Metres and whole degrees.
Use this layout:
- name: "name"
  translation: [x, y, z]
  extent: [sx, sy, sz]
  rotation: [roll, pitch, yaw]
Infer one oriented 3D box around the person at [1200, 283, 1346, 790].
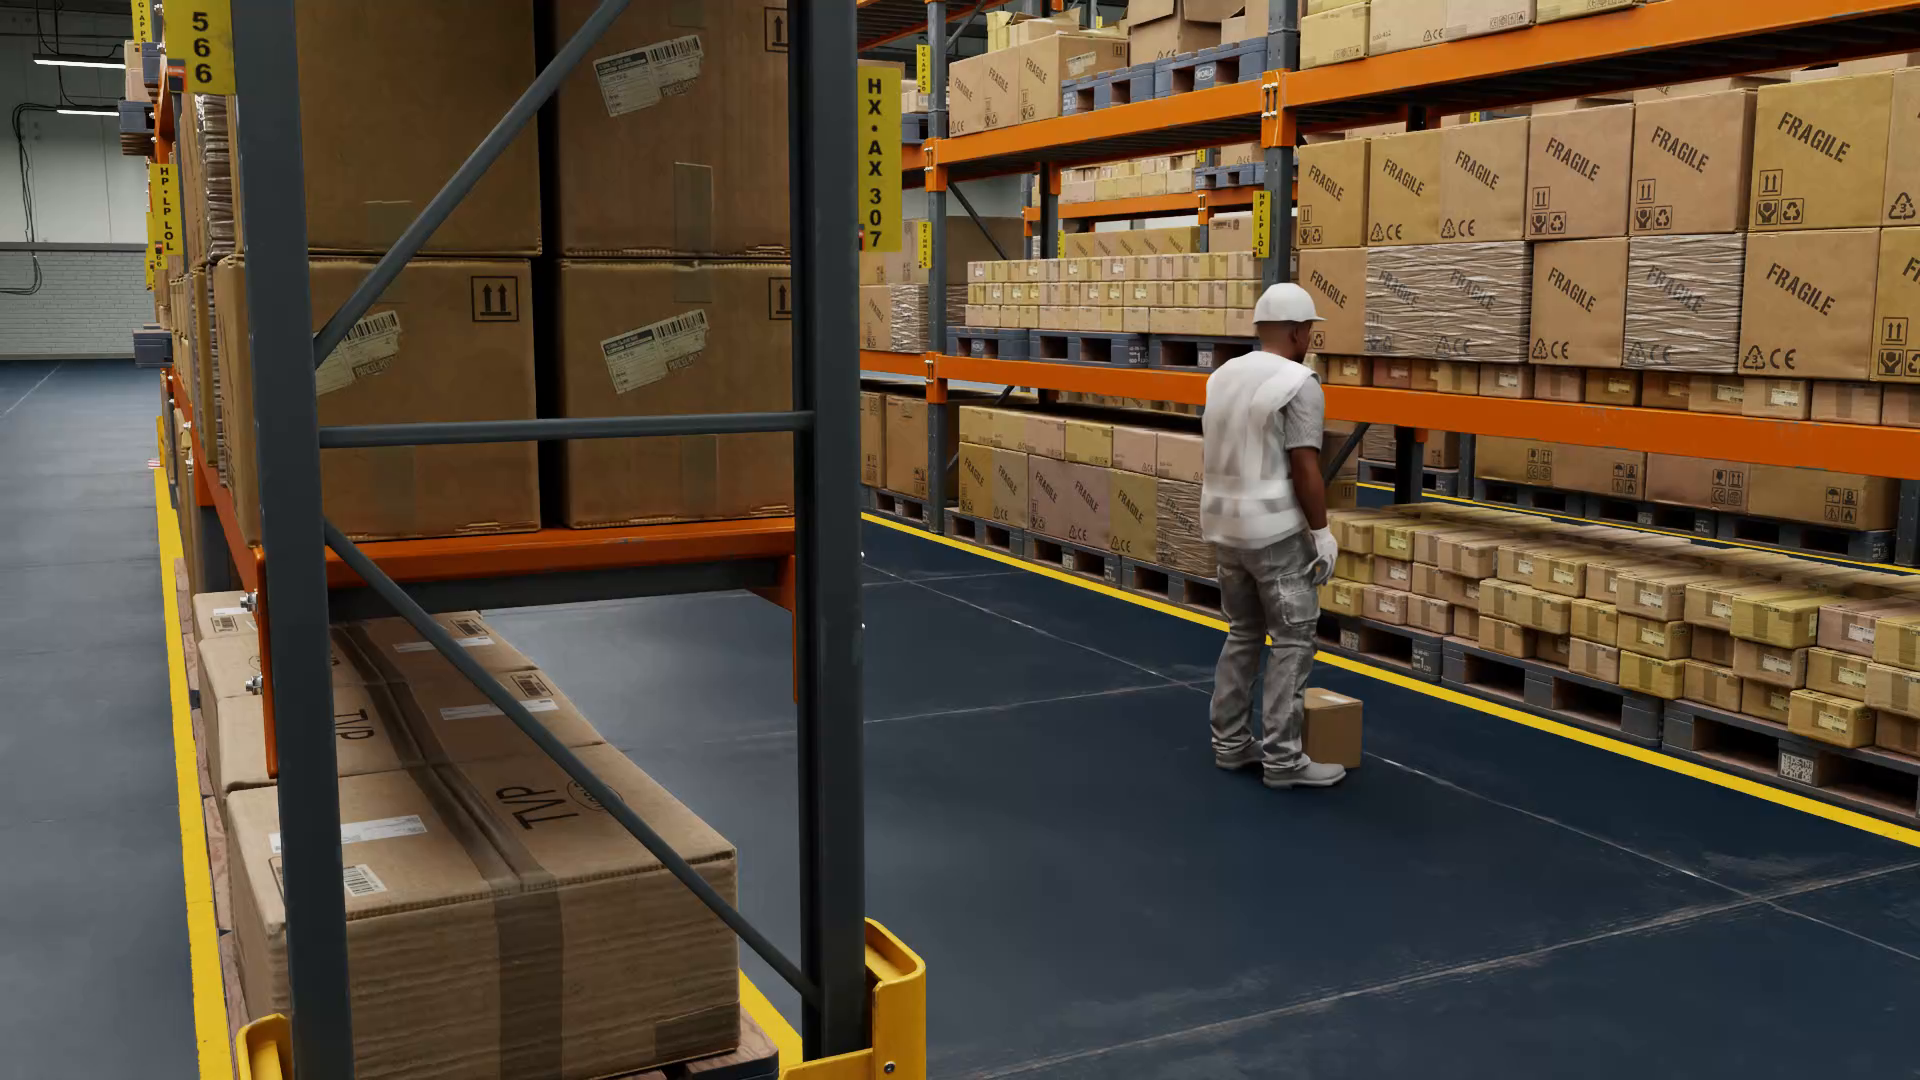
- name: "person"
  translation: [1.110, -0.025, 5.975]
  extent: [0.449, 1.772, 0.608]
  rotation: [-5, 10, -28]
